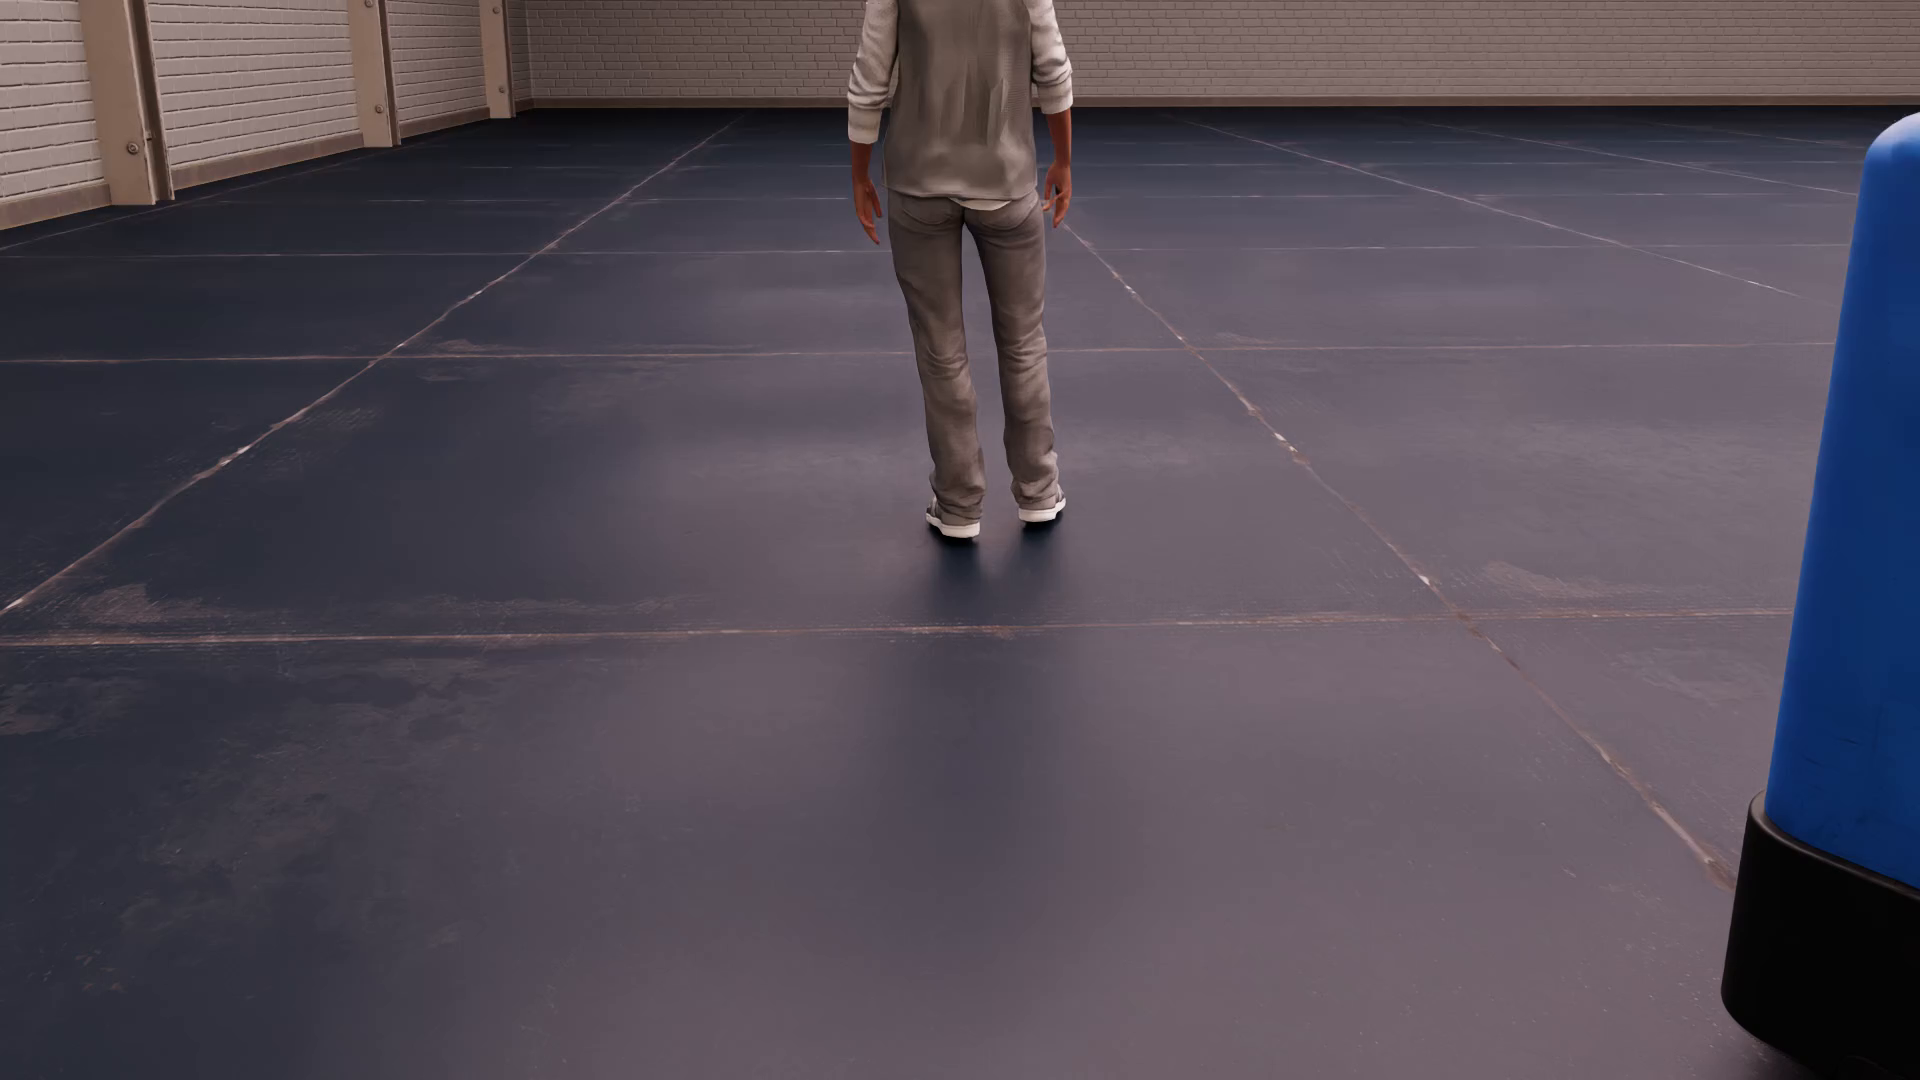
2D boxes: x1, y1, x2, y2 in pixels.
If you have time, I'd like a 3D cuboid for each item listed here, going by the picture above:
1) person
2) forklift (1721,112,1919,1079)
[{"bbox_3d":[0.010,-0.792,3.755,0.521,1.599,0.473,-1,17,-3],"label":"person"},{"bbox_3d":[2.114,-0.515,0.593,1.130,2.935,3.031,-11,20,-32],"label":"forklift"}]
